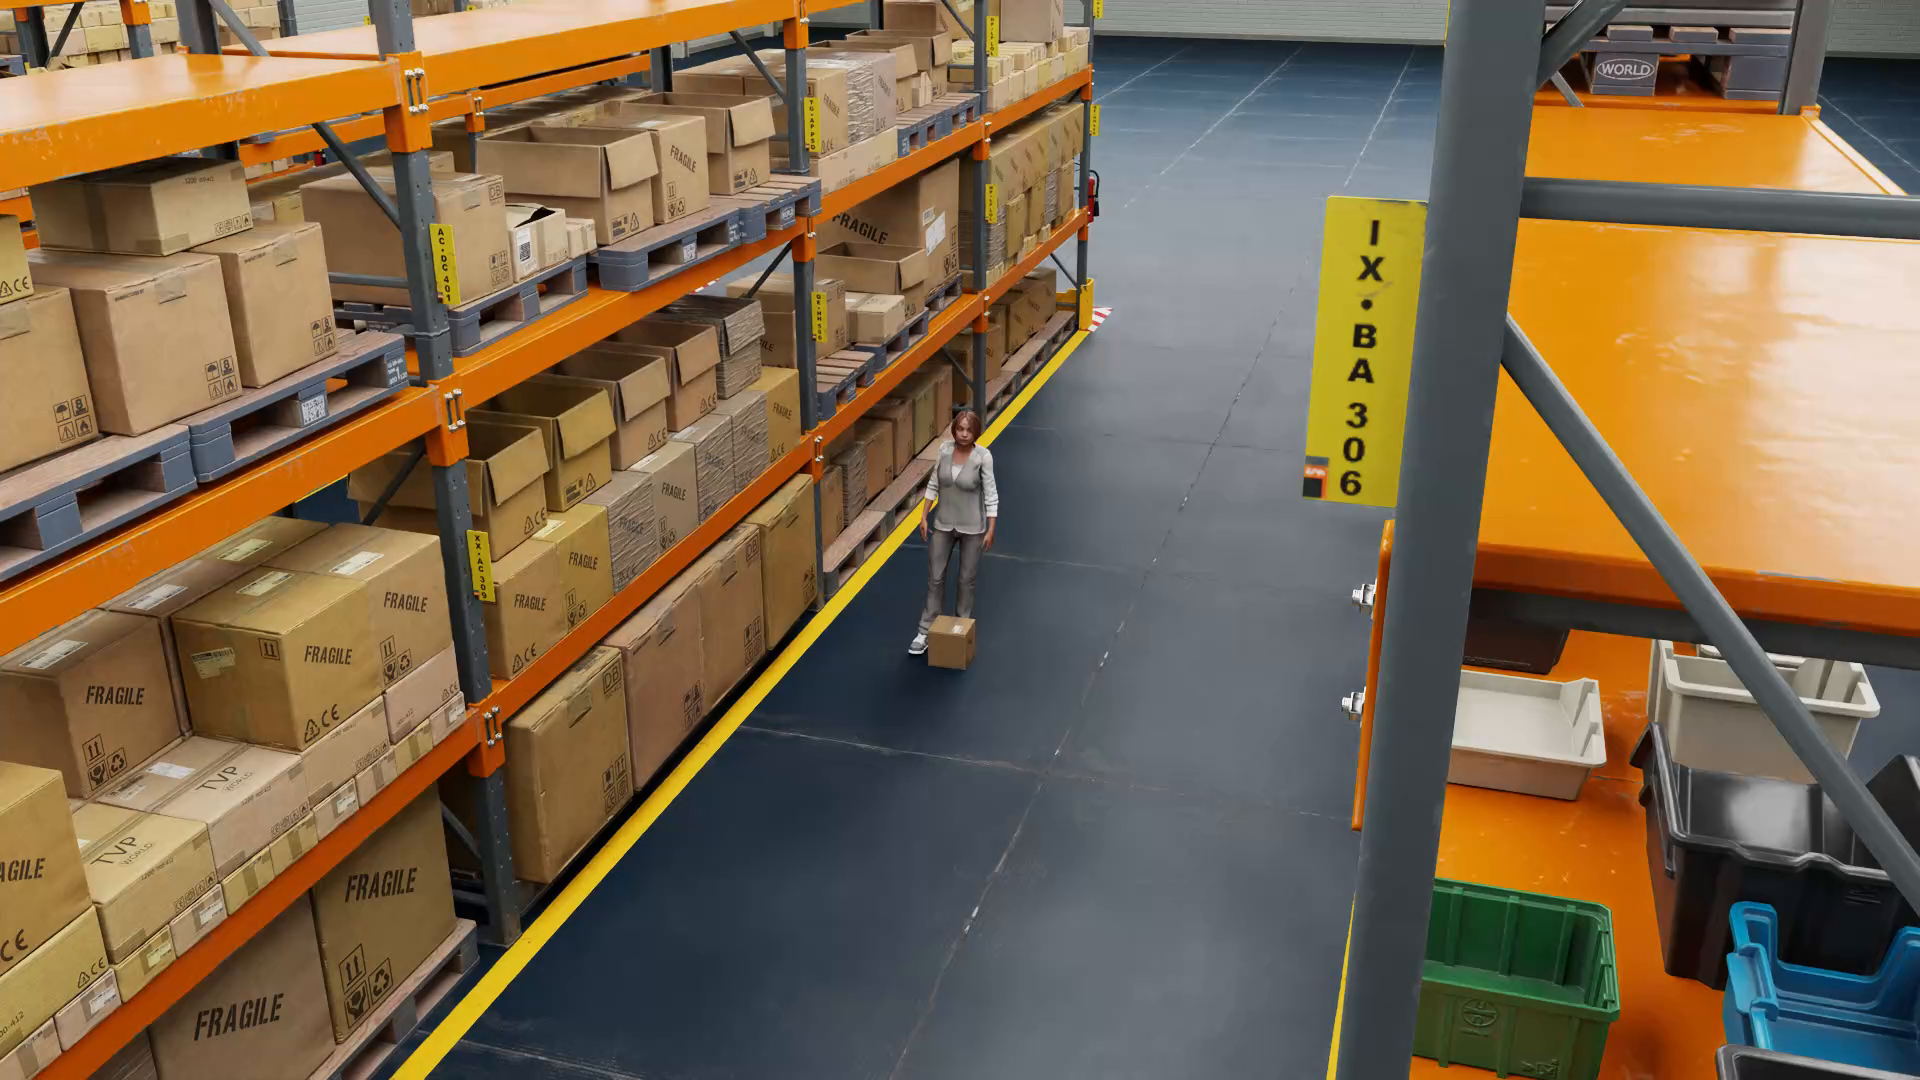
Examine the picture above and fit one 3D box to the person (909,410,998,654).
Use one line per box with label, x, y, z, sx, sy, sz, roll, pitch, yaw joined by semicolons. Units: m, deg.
person;-0.035;-0.039;10.673;0.521;1.600;0.472;7;23;16
